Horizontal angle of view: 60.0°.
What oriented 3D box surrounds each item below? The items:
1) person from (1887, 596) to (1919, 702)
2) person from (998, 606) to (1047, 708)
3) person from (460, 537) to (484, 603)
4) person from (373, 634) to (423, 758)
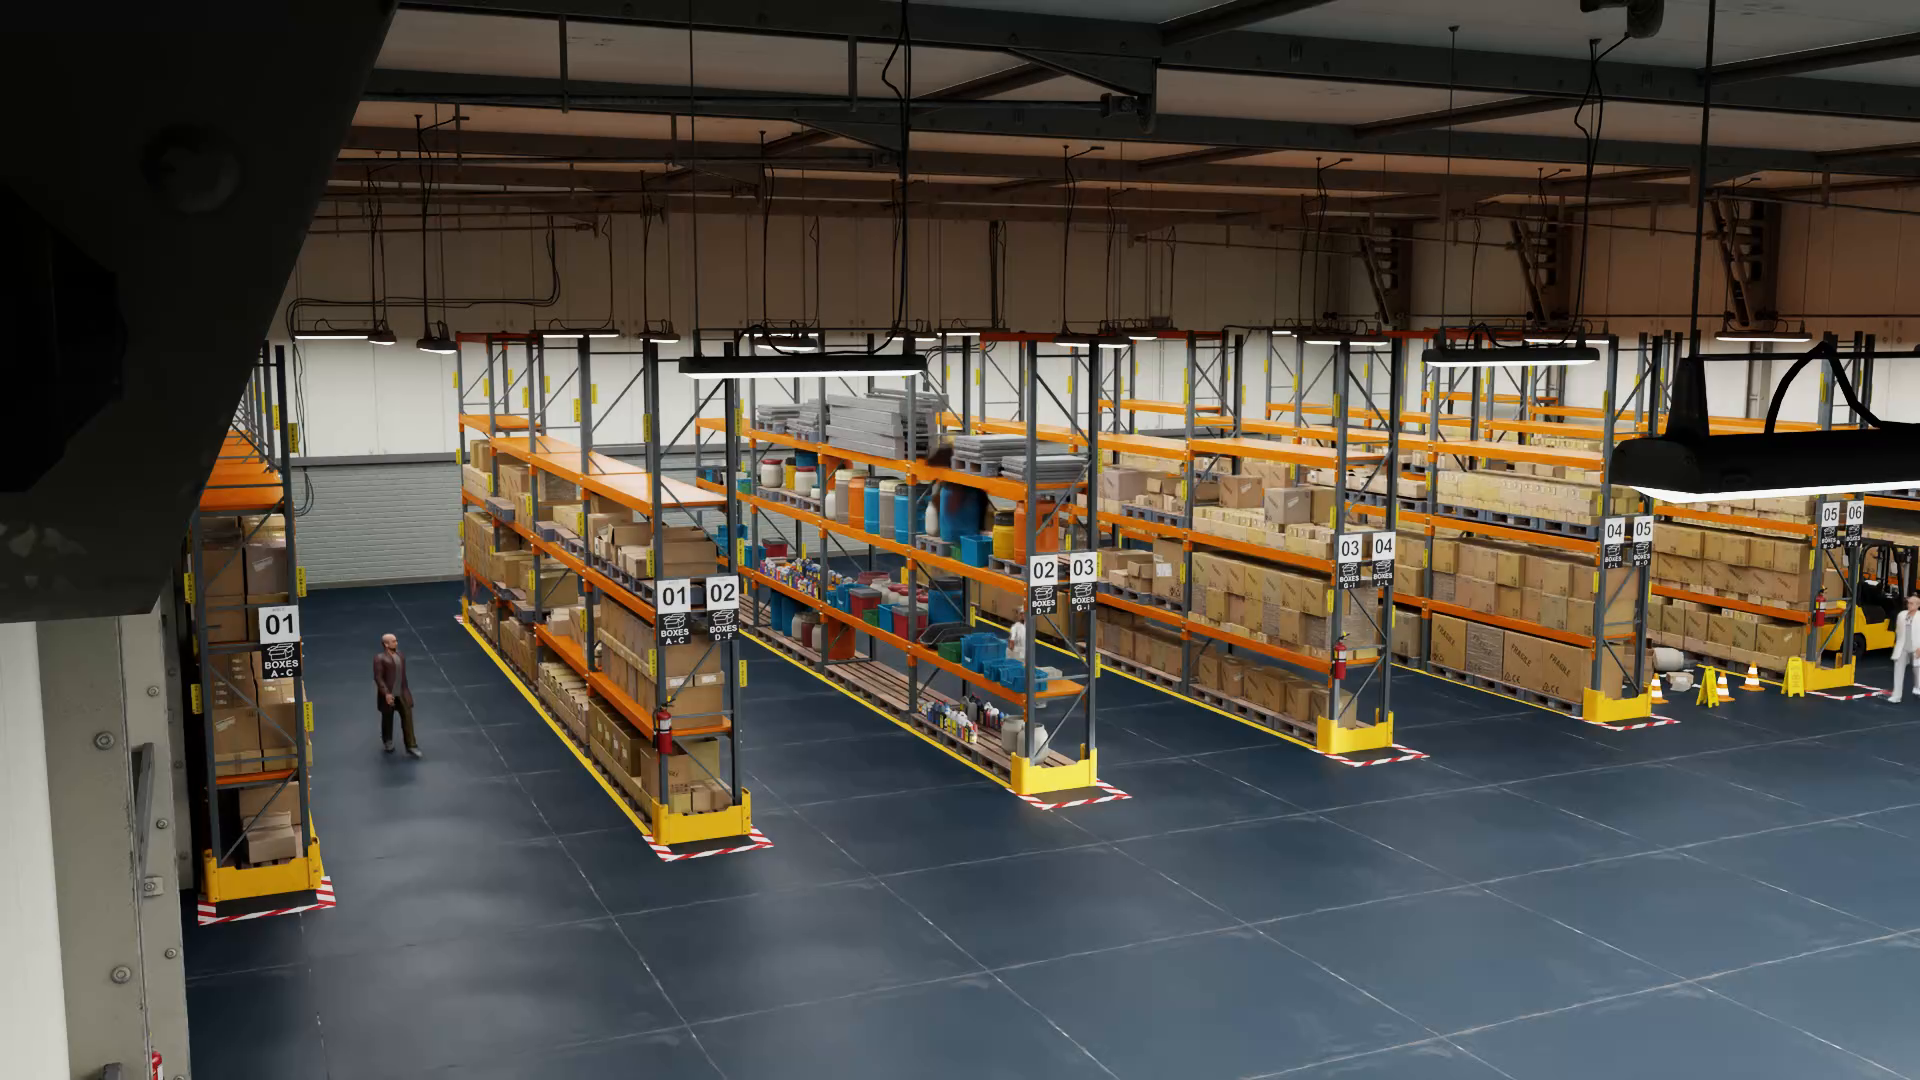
[{"bbox_3d":[15.657,1.788,27.371,0.540,1.738,1.147,6,10,38],"label":"person"},{"bbox_3d":[0.984,1.887,26.876,0.555,1.638,0.911,-7,10,-42],"label":"person"},{"bbox_3d":[-10.484,0.680,35.707,0.461,1.655,0.475,-2,8,-14],"label":"person"},{"bbox_3d":[-8.165,2.221,23.978,0.550,1.738,1.024,-5,9,-34],"label":"person"}]
